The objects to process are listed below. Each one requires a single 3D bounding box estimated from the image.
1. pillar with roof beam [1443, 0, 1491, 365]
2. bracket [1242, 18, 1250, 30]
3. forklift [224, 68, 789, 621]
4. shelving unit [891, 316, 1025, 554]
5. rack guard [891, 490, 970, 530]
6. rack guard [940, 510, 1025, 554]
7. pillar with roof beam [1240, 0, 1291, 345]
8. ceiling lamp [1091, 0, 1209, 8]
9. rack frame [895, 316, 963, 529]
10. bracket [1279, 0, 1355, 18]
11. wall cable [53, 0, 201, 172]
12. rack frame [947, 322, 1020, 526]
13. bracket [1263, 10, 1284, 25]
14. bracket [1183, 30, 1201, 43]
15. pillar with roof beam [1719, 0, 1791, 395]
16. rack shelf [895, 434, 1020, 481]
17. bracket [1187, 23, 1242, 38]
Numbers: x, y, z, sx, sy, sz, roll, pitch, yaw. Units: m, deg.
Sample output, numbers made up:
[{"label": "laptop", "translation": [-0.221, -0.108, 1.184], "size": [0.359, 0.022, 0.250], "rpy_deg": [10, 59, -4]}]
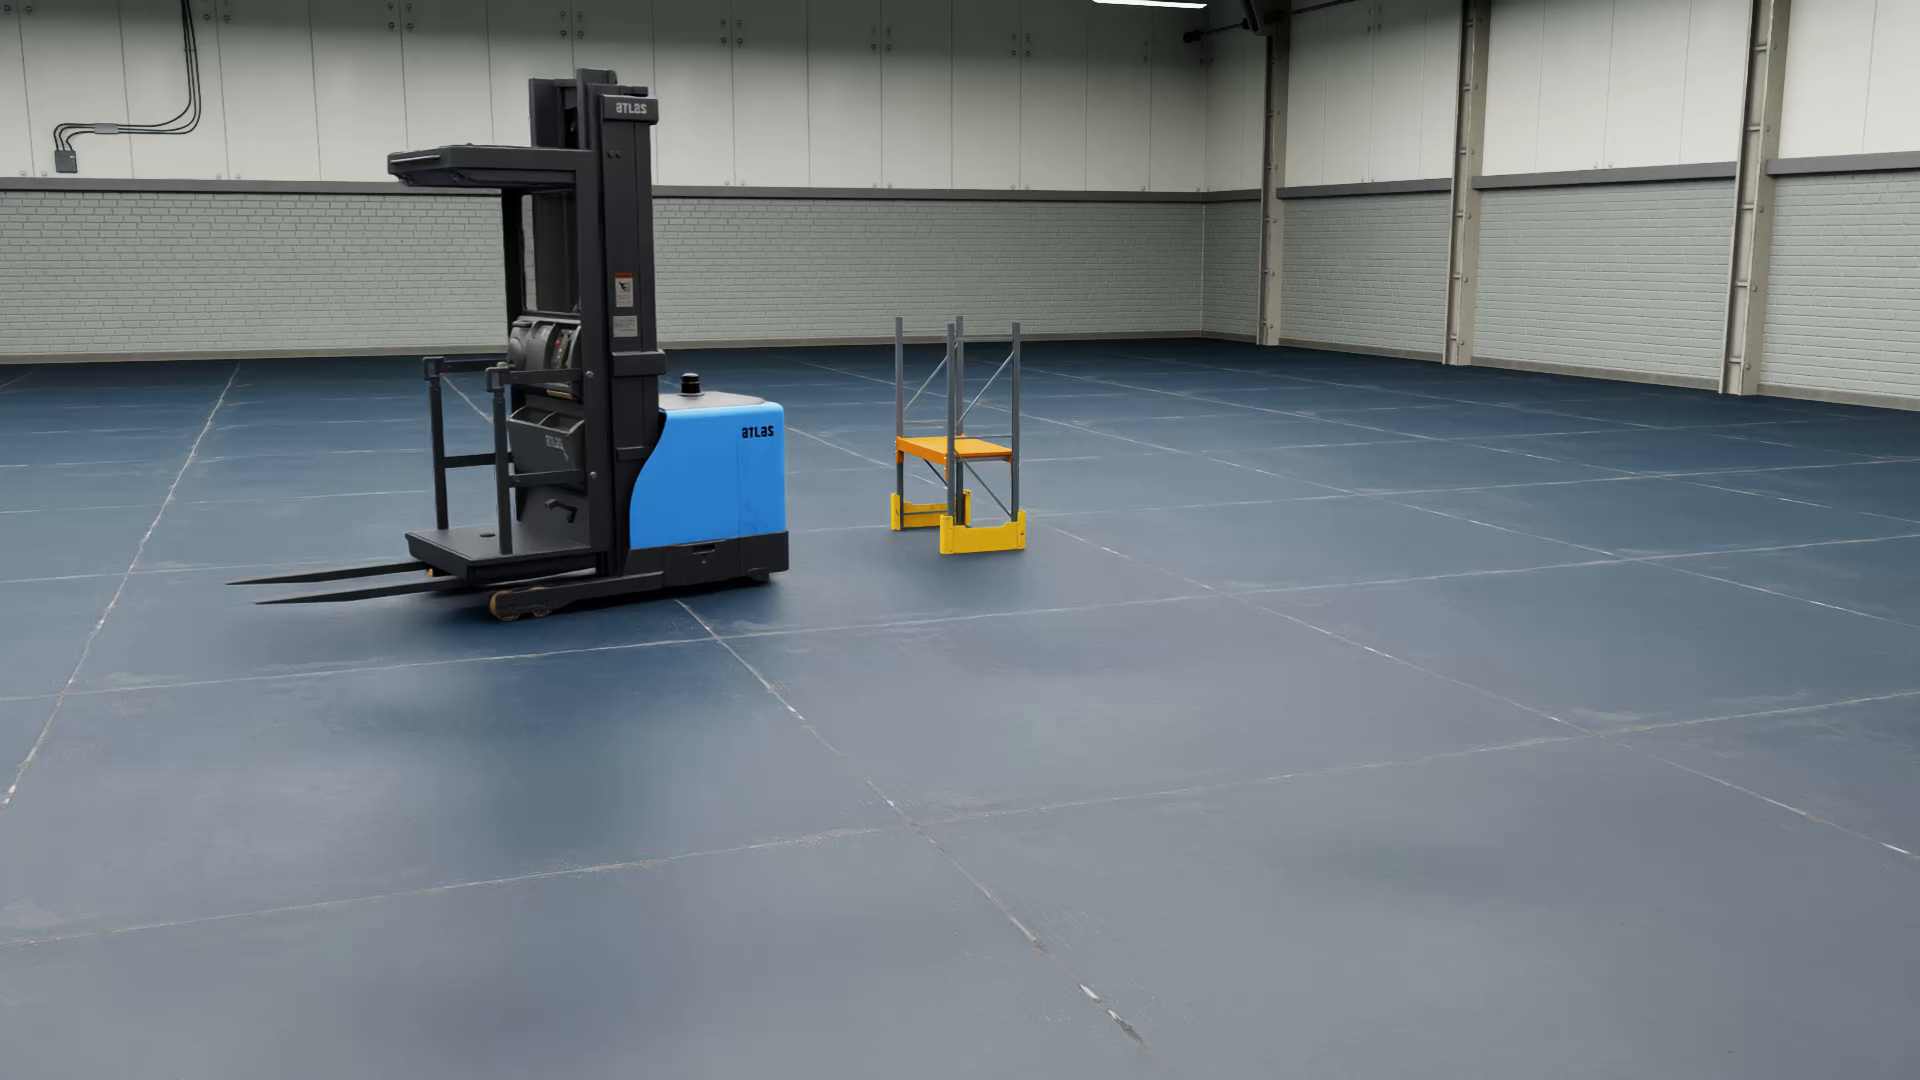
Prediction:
[{"label": "pillar with roof beam", "translation": [4.391, -7.125, 25.781], "size": [9.100, 9.000, 0.400], "rpy_deg": [-4, 11, -21]}, {"label": "bracket", "translation": [5.748, -10.195, 32.761], "size": [0.235, 0.232, 0.430], "rpy_deg": [-4, 11, -21]}, {"label": "forklift", "translation": [-2.519, -1.110, 9.292], "size": [3.031, 2.935, 1.130], "rpy_deg": [-7, 12, -36]}, {"label": "shelving unit", "translation": [-0.028, -0.751, 11.359], "size": [0.587, 1.500, 1.083], "rpy_deg": [-4, 11, -21]}, {"label": "rack guard", "translation": [-0.208, -0.217, 11.925], "size": [0.587, 0.250, 0.087], "rpy_deg": [-4, 11, -21]}, {"label": "rack guard", "translation": [0.153, -0.054, 11.011], "size": [0.587, 0.250, 0.087], "rpy_deg": [-4, 11, -21]}, {"label": "pillar with roof beam", "translation": [2.216, -8.104, 31.286], "size": [9.100, 9.000, 0.548], "rpy_deg": [-4, 11, -21]}, {"label": "ceiling lamp", "translation": [3.006, -10.306, 26.996], "size": [2.000, 3.185, 0.800], "rpy_deg": [-4, 11, -21]}, {"label": "rack frame", "translation": [-0.215, -0.835, 11.834], "size": [0.500, 1.500, 0.032], "rpy_deg": [-4, 11, -21]}, {"label": "bracket", "translation": [6.982, -9.639, 29.635], "size": [0.076, 0.066, 4.783], "rpy_deg": [-4, 11, -21]}, {"label": "wall cable", "translation": [-14.111, -9.218, 27.834], "size": [2.305, 6.003, 0.169], "rpy_deg": [-4, 11, -21]}, {"label": "rack frame", "translation": [0.153, -0.669, 10.901], "size": [0.500, 1.500, 0.032], "rpy_deg": [-4, 11, -21]}, {"label": "bracket", "translation": [6.048, -10.060, 32.000], "size": [0.235, 0.232, 0.430], "rpy_deg": [-4, 11, -21]}, {"label": "bracket", "translation": [4.889, -10.582, 34.936], "size": [0.235, 0.232, 0.430], "rpy_deg": [-4, 11, -21]}, {"label": "pillar with roof beam", "translation": [6.565, -6.146, 20.275], "size": [9.100, 9.000, 0.400], "rpy_deg": [-4, 11, -21]}, {"label": "rack shelf", "translation": [-0.031, -0.575, 11.399], "size": [0.538, 0.185, 1.000], "rpy_deg": [-4, 11, -21]}, {"label": "bracket", "translation": [5.103, -10.485, 34.394], "size": [0.076, 0.066, 3.189], "rpy_deg": [-4, 11, -21]}]
